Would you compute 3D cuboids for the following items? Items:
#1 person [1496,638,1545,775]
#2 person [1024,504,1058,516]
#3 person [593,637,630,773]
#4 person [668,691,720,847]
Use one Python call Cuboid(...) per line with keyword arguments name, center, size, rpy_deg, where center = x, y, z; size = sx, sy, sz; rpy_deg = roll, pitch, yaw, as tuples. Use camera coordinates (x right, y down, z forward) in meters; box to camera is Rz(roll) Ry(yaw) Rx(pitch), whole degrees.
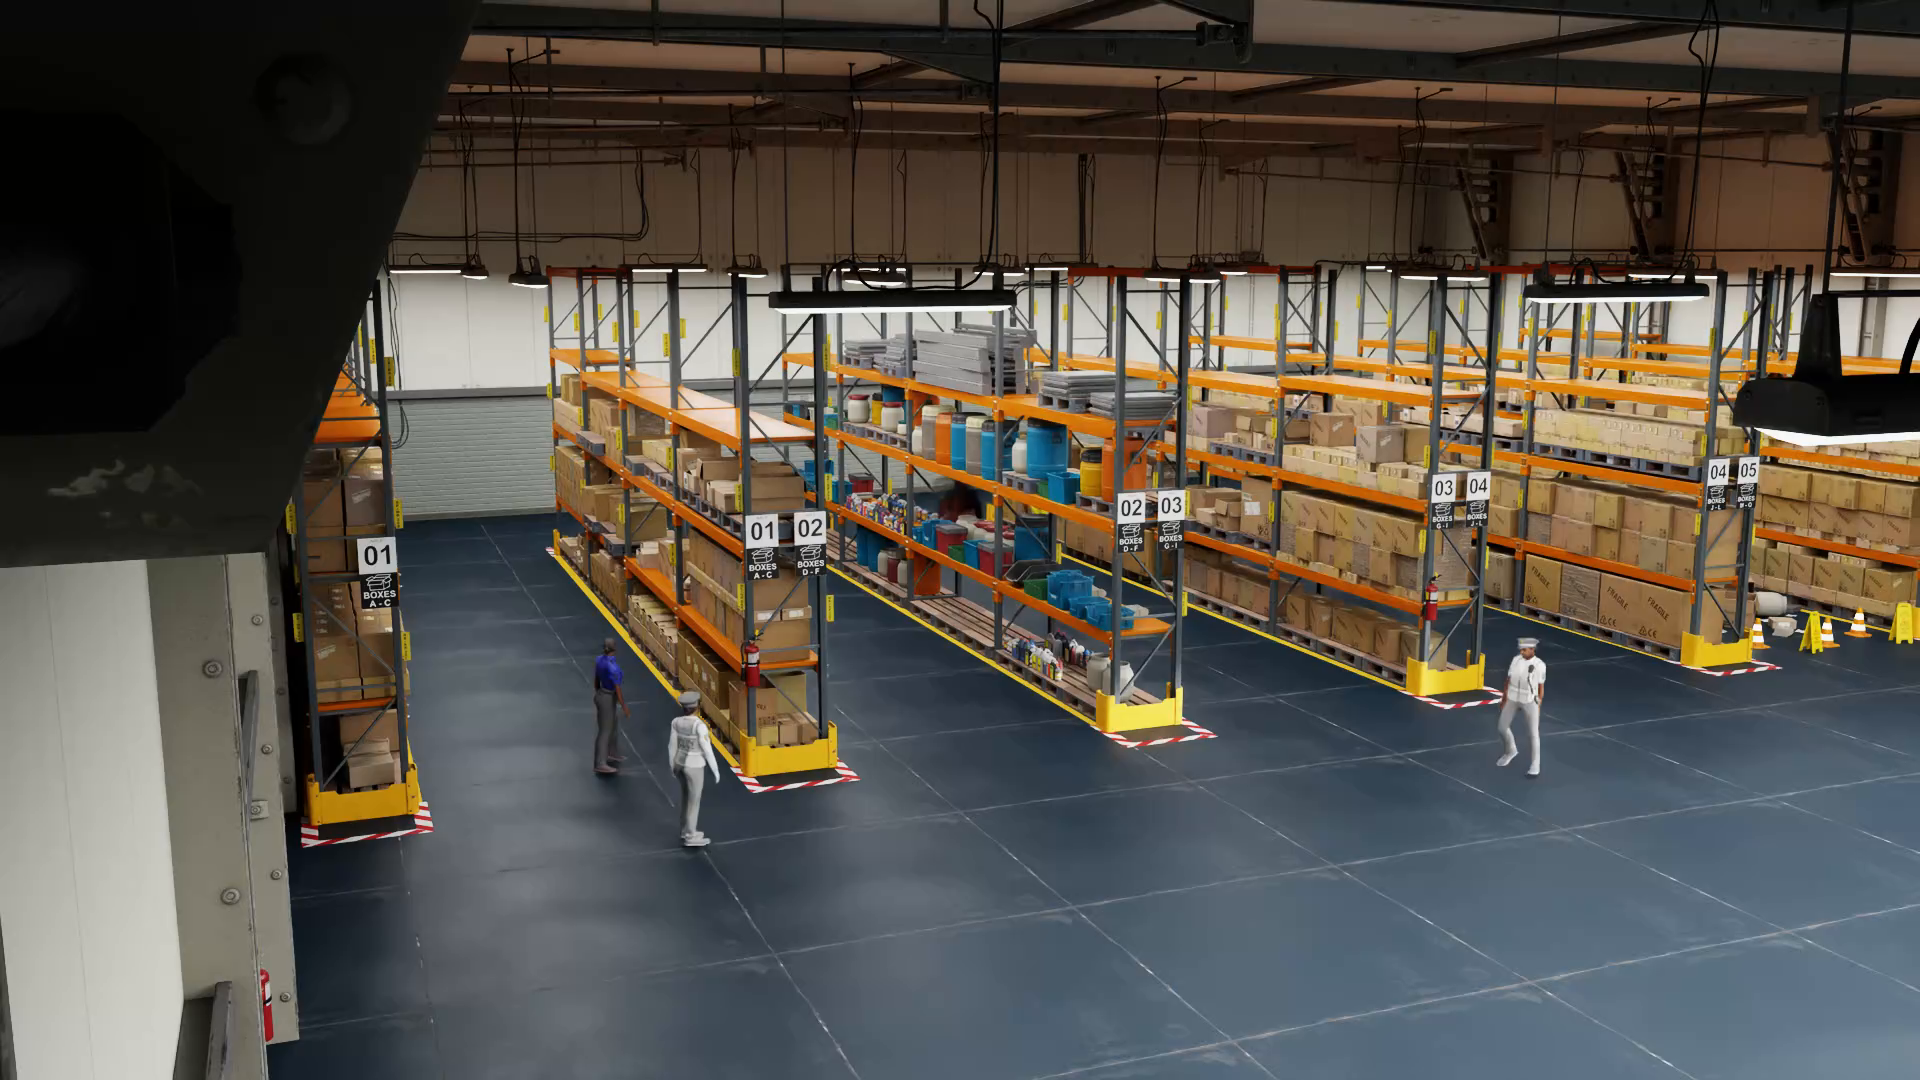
Cuboid(name="person", center=(6.867, 2.002, 20.325), size=(0.553, 1.689, 0.376), rpy_deg=(9, 13, 41))
Cuboid(name="person", center=(1.572, -0.218, 31.385), size=(0.595, 1.808, 0.827), rpy_deg=(-3, 10, -17))
Cuboid(name="person", center=(-4.306, 2.008, 20.451), size=(0.528, 1.692, 0.619), rpy_deg=(-4, 11, -23))
Cuboid(name="person", center=(-2.847, 2.452, 17.817), size=(0.402, 1.694, 0.529), rpy_deg=(-8, 13, -40))
